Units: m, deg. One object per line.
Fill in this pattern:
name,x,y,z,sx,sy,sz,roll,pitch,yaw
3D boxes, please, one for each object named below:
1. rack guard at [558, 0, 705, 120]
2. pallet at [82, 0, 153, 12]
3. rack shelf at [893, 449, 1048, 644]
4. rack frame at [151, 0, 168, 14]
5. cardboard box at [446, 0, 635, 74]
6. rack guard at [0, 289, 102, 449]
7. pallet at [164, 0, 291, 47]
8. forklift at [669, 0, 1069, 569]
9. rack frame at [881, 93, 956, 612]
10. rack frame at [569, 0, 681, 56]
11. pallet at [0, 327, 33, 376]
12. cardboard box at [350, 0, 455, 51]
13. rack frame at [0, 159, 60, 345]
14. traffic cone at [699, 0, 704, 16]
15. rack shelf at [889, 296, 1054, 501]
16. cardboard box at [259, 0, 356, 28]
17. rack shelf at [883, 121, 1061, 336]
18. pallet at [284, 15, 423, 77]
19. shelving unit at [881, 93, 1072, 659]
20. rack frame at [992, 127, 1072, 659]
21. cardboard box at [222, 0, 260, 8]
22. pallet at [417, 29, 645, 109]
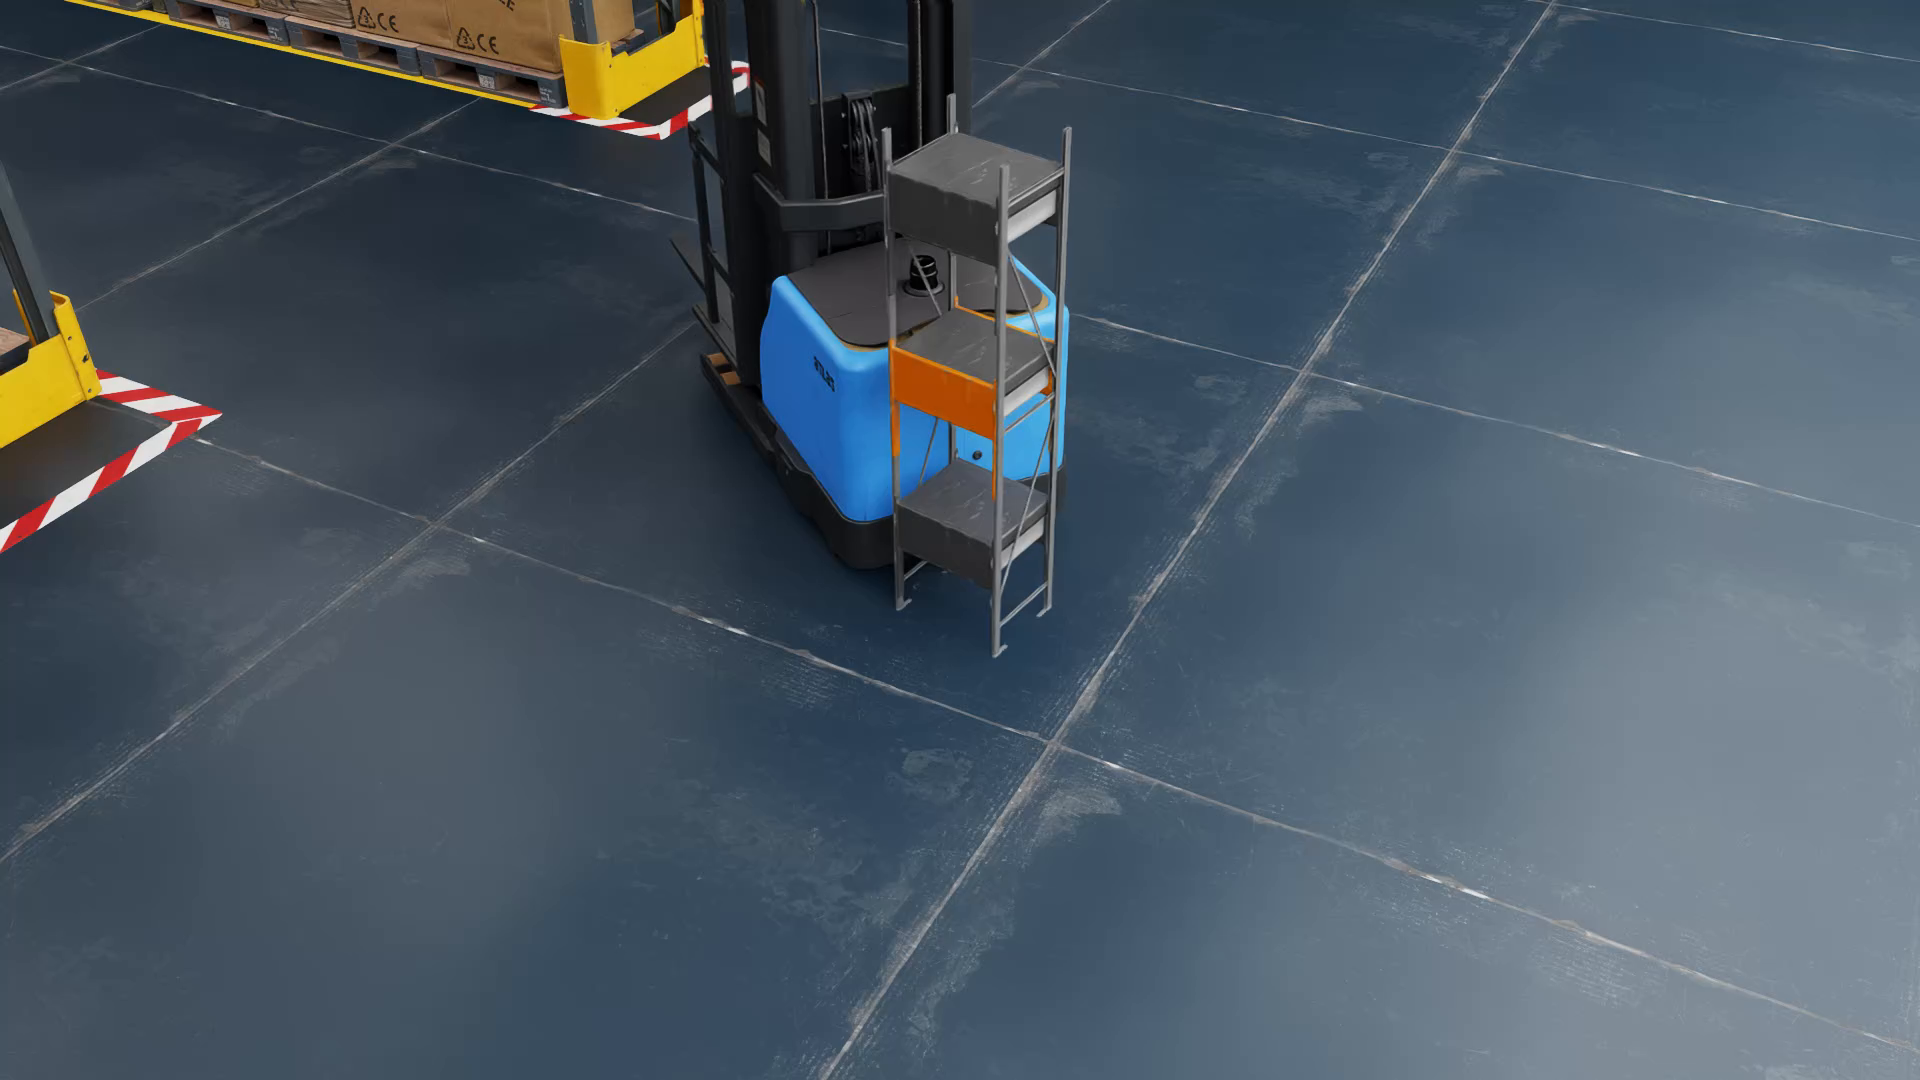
rack guard,-2.183,-3.290,11.171,0.348,0.500,1.175,17,41,21
pallet,-6.476,-4.468,12.962,1.213,0.211,1.003,17,41,21
rack shelf,0.056,0.020,6.668,0.480,0.518,0.431,24,43,28
rack frame,-5.756,-5.405,11.889,0.127,3.000,1.000,17,41,21
cardboard box,-2.837,-3.767,11.141,0.875,0.875,0.875,18,41,22
rack guard,-4.642,-0.683,7.737,0.348,0.500,1.175,17,41,21
pallet,-5.117,-4.041,12.398,1.213,0.211,1.003,17,41,21
forklift,-0.631,-1.927,7.364,1.130,2.935,3.031,-16,40,-20
rack frame,-0.140,-0.637,6.353,0.015,2.100,0.400,24,43,28
rack frame,-2.204,-4.293,10.424,0.127,3.000,1.000,17,41,21
pallet,-5.347,-0.813,8.146,1.213,0.211,1.003,17,41,21
cardboard box,-3.619,-4.010,11.462,0.875,0.875,0.875,17,40,21
rack frame,-4.575,-1.658,6.953,0.127,3.000,1.000,17,41,21
traffic cone,-2.023,-4.192,12.390,0.334,0.463,0.336,17,41,21
rack shelf,0.056,-0.538,6.245,0.480,0.518,0.431,24,43,28
cardboard box,-4.428,-4.265,11.797,0.875,0.875,0.875,18,41,22
rack shelf,0.056,-1.096,5.821,0.480,0.518,0.431,24,43,28
pallet,-4.029,-3.702,11.953,1.213,0.211,1.003,17,41,21
shelving unit,0.056,-0.549,6.236,0.503,2.100,0.431,24,43,28
rack frame,0.252,-0.461,6.120,0.015,2.100,0.400,24,43,28
cardboard box,-5.230,-4.513,12.125,0.875,0.875,0.875,18,41,22
pallet,-2.950,-3.362,11.505,1.213,0.211,1.003,17,41,21
